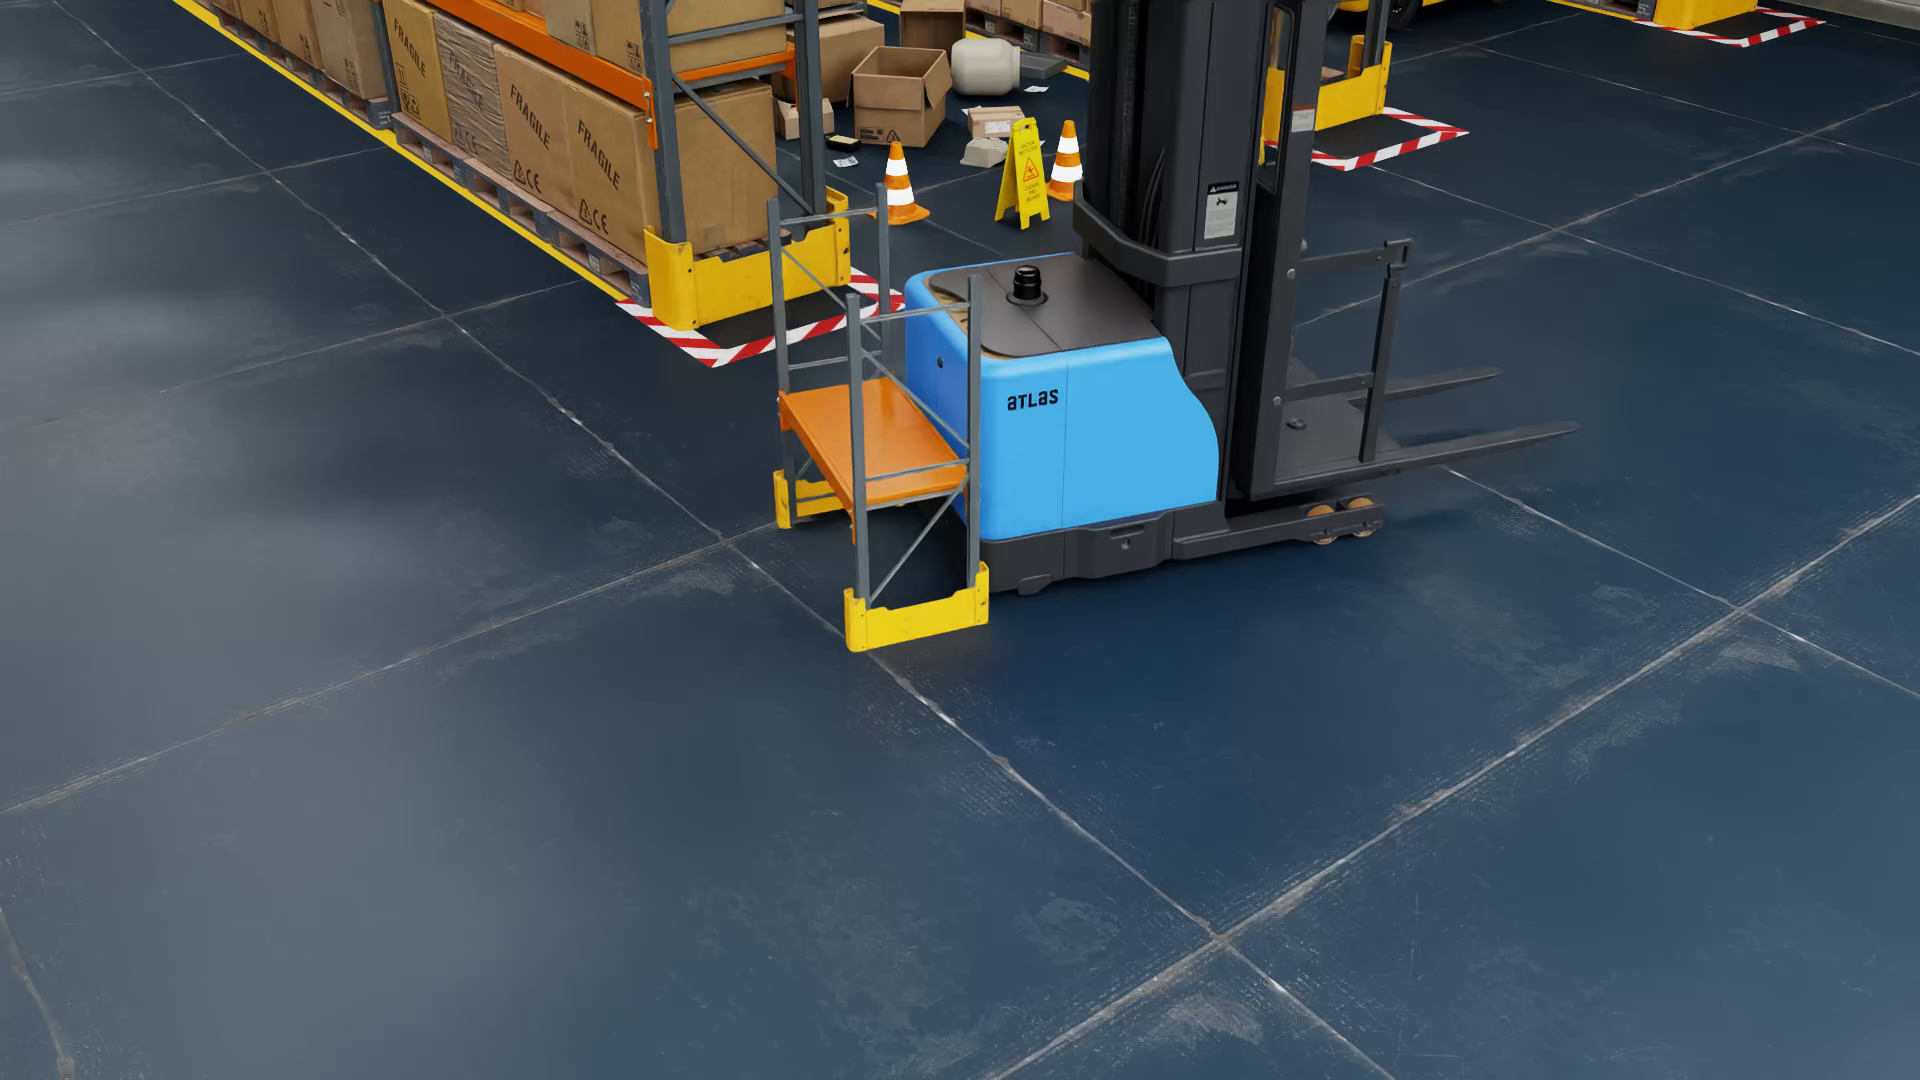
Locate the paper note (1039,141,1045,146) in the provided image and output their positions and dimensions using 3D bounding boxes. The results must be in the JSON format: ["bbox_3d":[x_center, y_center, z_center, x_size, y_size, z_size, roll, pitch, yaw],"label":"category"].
[{"bbox_3d":[0.507,-2.804,11.736,0.142,0.019,0.148,18,36,27],"label":"paper note"}]

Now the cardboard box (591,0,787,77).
[{"bbox_3d":[-1.453,-2.876,8.895,0.875,0.550,0.550,-22,38,-31],"label":"cardboard box"}]

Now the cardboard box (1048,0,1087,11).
[{"bbox_3d":[1.009,-4.543,13.218,0.500,0.500,0.500,-20,37,-29],"label":"cardboard box"}]

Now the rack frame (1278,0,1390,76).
[{"bbox_3d":[2.659,-4.316,11.356,1.000,3.000,0.127,-22,38,-31],"label":"rack frame"}]

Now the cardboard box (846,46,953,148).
[{"bbox_3d":[-0.418,-3.168,11.874,0.637,0.503,0.797,6,32,10],"label":"cardboard box"}]

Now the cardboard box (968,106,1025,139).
[{"bbox_3d":[0.260,-2.997,11.935,0.380,0.149,0.250,-4,32,-7],"label":"cardboard box"}]

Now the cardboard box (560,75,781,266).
[{"bbox_3d":[-1.657,-2.209,9.580,0.875,0.875,0.875,-22,38,-31],"label":"cardboard box"}]

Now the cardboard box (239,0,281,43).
[{"bbox_3d":[-5.254,-4.583,13.520,1.050,0.750,0.750,-22,38,-31],"label":"cardboard box"}]

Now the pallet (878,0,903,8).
[{"bbox_3d":[-0.273,-5.122,15.297,1.003,0.211,1.213,-22,38,-31],"label":"pallet"}]

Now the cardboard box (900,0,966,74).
[{"bbox_3d":[-0.212,-4.035,13.271,0.500,0.500,0.500,1,32,2],"label":"cardboard box"}]

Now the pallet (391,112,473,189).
[{"bbox_3d":[-3.238,-2.812,11.578,1.003,0.211,1.213,-22,38,-31],"label":"pallet"}]

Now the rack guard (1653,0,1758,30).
[{"bbox_3d":[6.592,-4.851,14.587,1.175,0.500,0.348,-22,38,-31],"label":"rack guard"}]

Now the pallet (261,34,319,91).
[{"bbox_3d":[-4.927,-3.961,13.427,1.003,0.211,1.213,-22,38,-31],"label":"pallet"}]

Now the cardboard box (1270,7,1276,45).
[{"bbox_3d":[1.962,-3.894,12.174,0.500,0.500,0.500,-22,38,-31],"label":"cardboard box"}]

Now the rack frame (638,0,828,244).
[{"bbox_3d":[-1.189,-2.672,8.709,1.000,3.000,0.127,-22,38,-31],"label":"rack frame"}]

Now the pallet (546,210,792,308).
[{"bbox_3d":[-1.741,-1.795,9.941,1.003,0.211,1.213,-22,38,-31],"label":"pallet"}]

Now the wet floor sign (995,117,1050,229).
[{"bbox_3d":[0.393,-2.301,10.342,0.232,0.644,0.267,26,40,35],"label":"wet floor sign"}]

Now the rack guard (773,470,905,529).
[{"bbox_3d":[-0.530,-0.226,7.377,0.587,0.250,0.087,-12,34,-18],"label":"rack guard"}]

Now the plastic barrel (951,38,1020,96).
[{"bbox_3d":[0.196,-3.592,12.633,0.512,0.421,0.421,1,32,2],"label":"plastic barrel"}]

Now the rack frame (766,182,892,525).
[{"bbox_3d":[-0.531,-0.758,7.049,0.500,1.500,0.032,-12,34,-18],"label":"rack frame"}]

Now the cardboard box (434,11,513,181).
[{"bbox_3d":[-2.756,-2.956,10.782,0.875,0.875,0.875,-22,38,-31],"label":"cardboard box"}]

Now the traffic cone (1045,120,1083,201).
[{"bbox_3d":[0.708,-2.499,10.835,0.336,0.463,0.334,-22,38,-31],"label":"traffic cone"}]

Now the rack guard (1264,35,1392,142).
[{"bbox_3d":[2.612,-3.286,12.066,1.175,0.500,0.348,-22,38,-31],"label":"rack guard"}]

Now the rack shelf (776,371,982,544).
[{"bbox_3d":[-0.346,-0.355,6.741,0.538,0.185,1.000,-12,34,-18],"label":"rack shelf"}]

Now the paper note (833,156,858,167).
[{"bbox_3d":[-0.784,-2.596,11.402,0.144,0.017,0.142,-10,33,-15],"label":"paper note"}]

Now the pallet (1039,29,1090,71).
[{"bbox_3d":[1.398,-4.021,13.524,1.003,0.211,1.213,-22,38,-31],"label":"pallet"}]

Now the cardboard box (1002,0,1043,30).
[{"bbox_3d":[0.691,-4.441,13.766,0.500,0.250,0.500,-20,37,-29],"label":"cardboard box"}]

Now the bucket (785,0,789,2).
[{"bbox_3d":[-1.738,-4.284,12.966,0.726,0.611,0.620,-10,23,-15],"label":"bucket"}]

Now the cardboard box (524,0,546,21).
[{"bbox_3d":[-2.051,-3.372,9.694,0.875,0.550,0.550,-22,38,-31],"label":"cardboard box"}]

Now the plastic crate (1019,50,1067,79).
[{"bbox_3d":[0.521,-3.823,13.329,0.583,0.080,0.402,18,36,27],"label":"plastic crate"}]

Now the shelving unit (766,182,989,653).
[{"bbox_3d":[-0.349,-0.512,6.654,0.587,1.500,1.083,-12,34,-18],"label":"shelving unit"}]

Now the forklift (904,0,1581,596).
[{"bbox_3d":[1.325,-1.478,6.852,3.031,2.935,1.130,-10,33,-16],"label":"forklift"}]

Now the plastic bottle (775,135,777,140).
[{"bbox_3d":[-1.414,-2.801,11.702,0.133,0.061,0.283,18,36,27],"label":"plastic bottle"}]

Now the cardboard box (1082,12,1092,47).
[{"bbox_3d":[1.314,-4.011,13.073,0.500,0.250,0.500,-24,39,-33],"label":"cardboard box"}]

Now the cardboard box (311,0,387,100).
[{"bbox_3d":[-4.094,-3.791,12.246,1.050,0.750,0.750,-22,38,-32],"label":"cardboard box"}]

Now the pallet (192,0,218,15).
[{"bbox_3d":[-6.573,-5.148,15.338,1.003,0.211,1.213,-22,38,-31],"label":"pallet"}]
